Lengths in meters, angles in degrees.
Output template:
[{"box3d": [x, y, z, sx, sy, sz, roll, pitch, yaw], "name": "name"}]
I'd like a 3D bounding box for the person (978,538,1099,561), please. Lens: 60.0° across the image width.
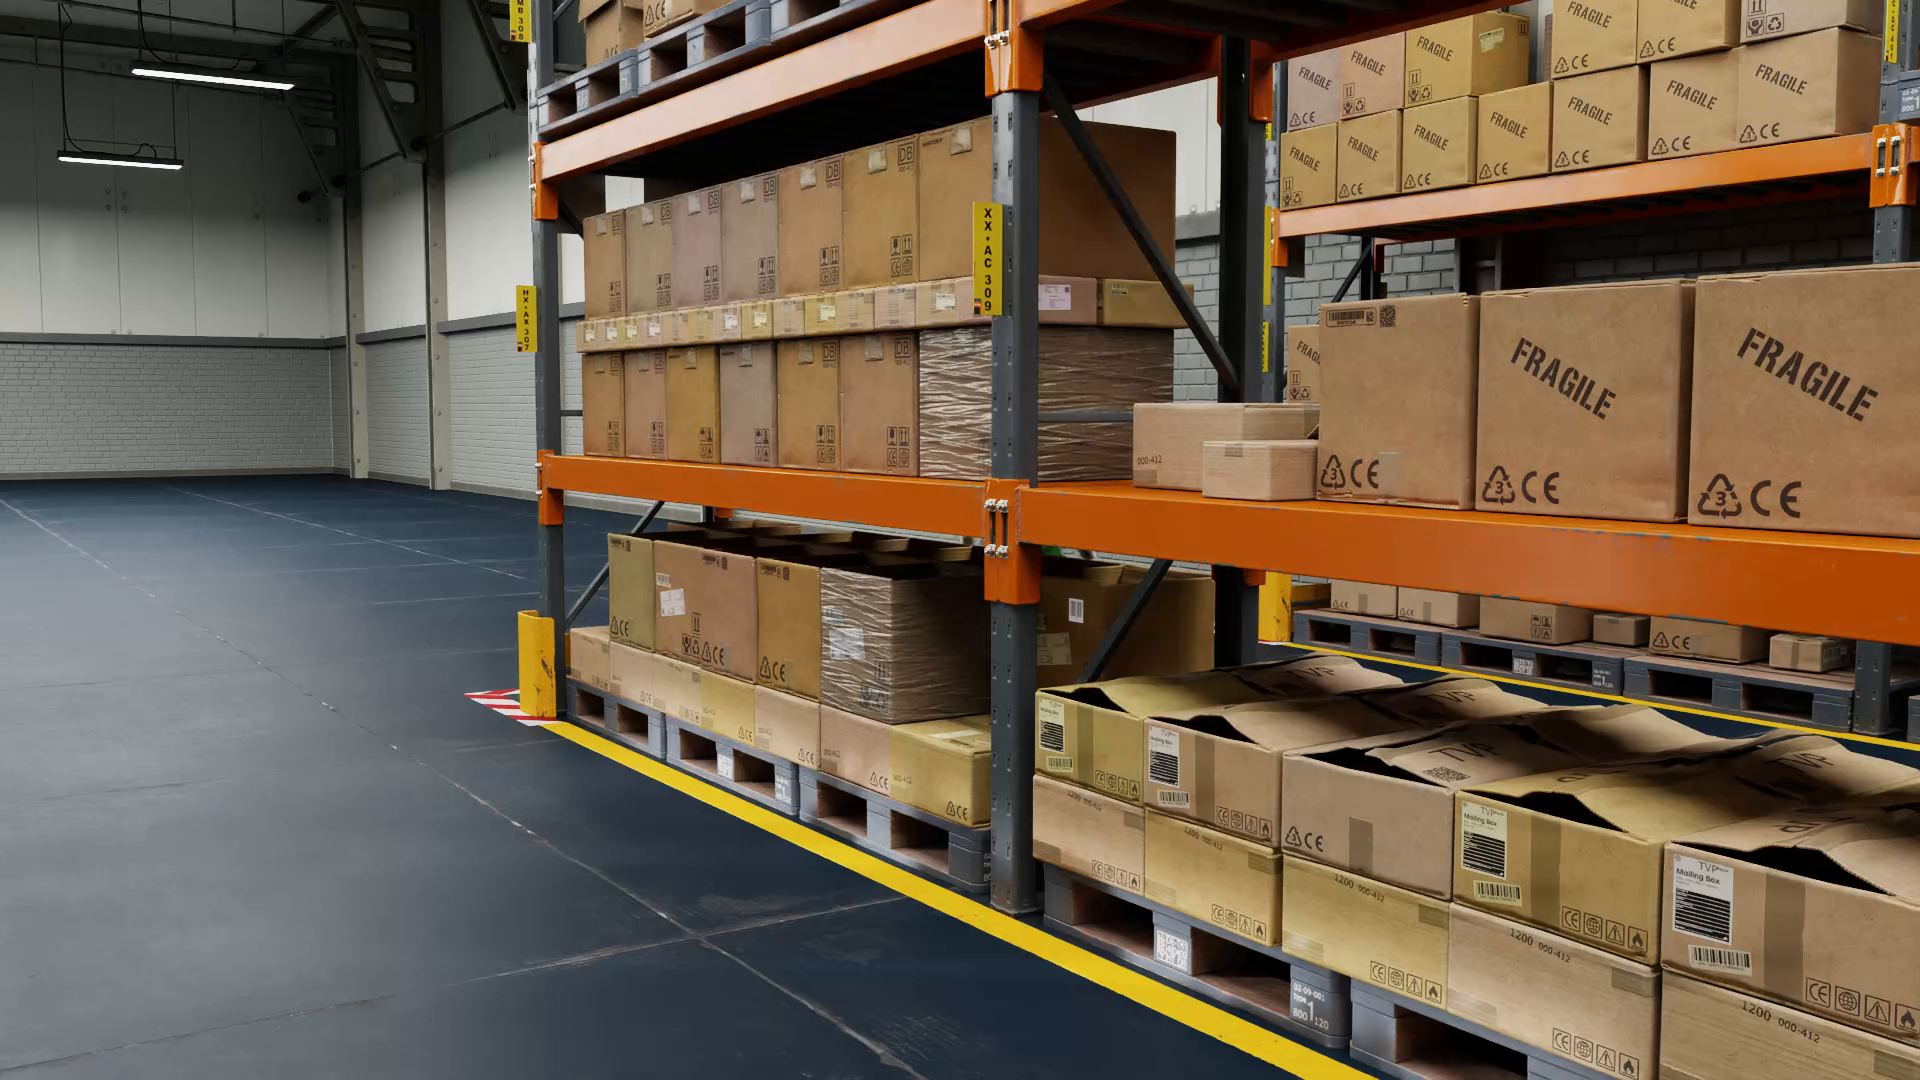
[{"box3d": [0.392, 0.051, 8.374, 0.564, 1.647, 0.580, -3, 5, -33], "name": "person"}]
